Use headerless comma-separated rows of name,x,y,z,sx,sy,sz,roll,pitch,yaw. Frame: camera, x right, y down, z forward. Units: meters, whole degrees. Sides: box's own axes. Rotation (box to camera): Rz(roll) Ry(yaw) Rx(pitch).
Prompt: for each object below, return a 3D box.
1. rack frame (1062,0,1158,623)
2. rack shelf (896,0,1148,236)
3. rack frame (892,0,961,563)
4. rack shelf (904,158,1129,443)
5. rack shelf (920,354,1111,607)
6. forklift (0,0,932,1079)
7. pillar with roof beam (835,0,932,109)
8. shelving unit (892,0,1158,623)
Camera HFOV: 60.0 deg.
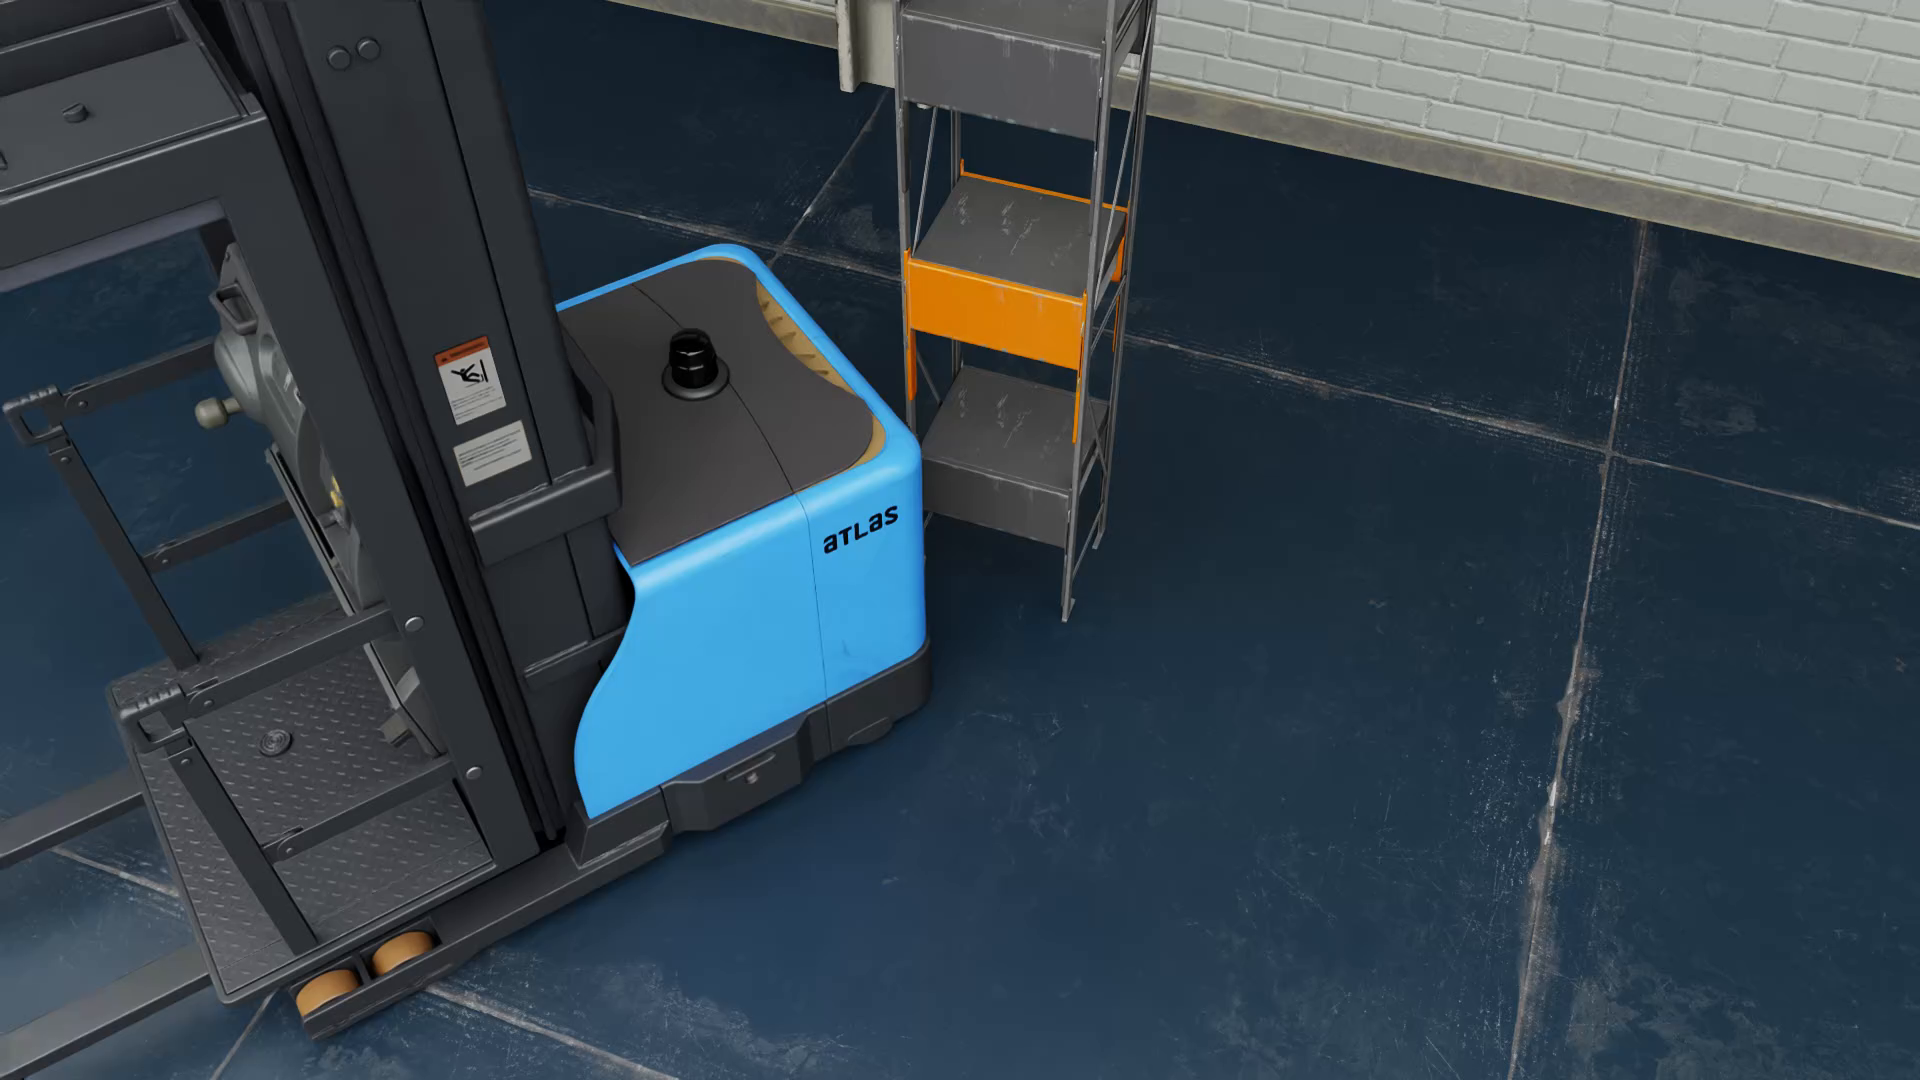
rack frame,0.384,-0.580,4.364,0.015,2.100,0.400,16,51,13
rack shelf,0.155,-1.094,3.900,0.480,0.518,0.431,16,51,13
rack frame,-0.074,-0.708,4.474,0.015,2.100,0.400,16,51,13
rack shelf,0.155,-0.635,4.429,0.480,0.518,0.431,16,51,13
rack shelf,0.155,-0.177,4.958,0.480,0.518,0.431,16,51,13
forklift,-1.597,-0.186,3.472,3.031,2.935,1.130,-26,54,-21
pillar with roof beam,-1.749,-1.810,0.864,0.400,9.000,9.100,16,51,13
shelving unit,0.155,-0.644,4.419,0.503,2.100,0.431,16,51,13
